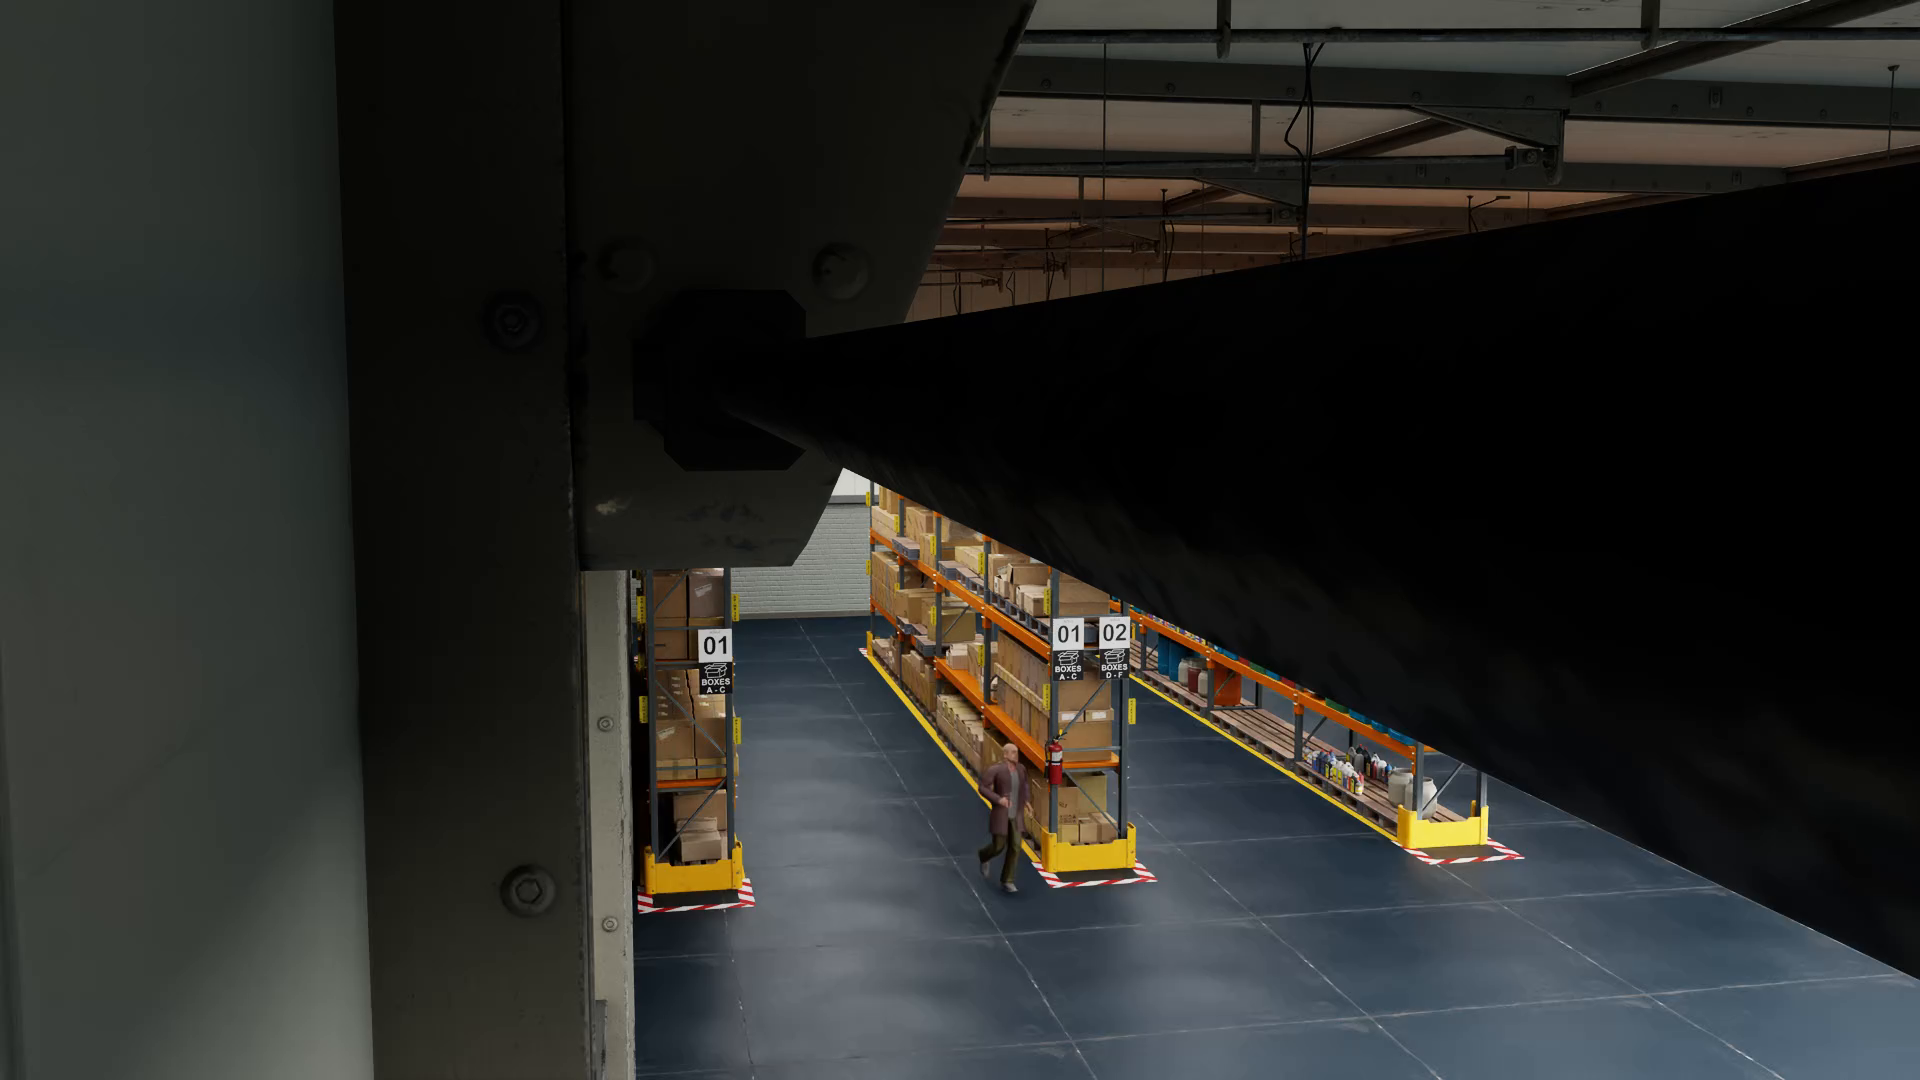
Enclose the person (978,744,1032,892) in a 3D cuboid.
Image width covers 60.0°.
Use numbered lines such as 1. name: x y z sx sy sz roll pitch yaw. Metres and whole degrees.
1. person: 0.601 3.359 20.270 0.767 1.715 0.883 -3 7 -24
